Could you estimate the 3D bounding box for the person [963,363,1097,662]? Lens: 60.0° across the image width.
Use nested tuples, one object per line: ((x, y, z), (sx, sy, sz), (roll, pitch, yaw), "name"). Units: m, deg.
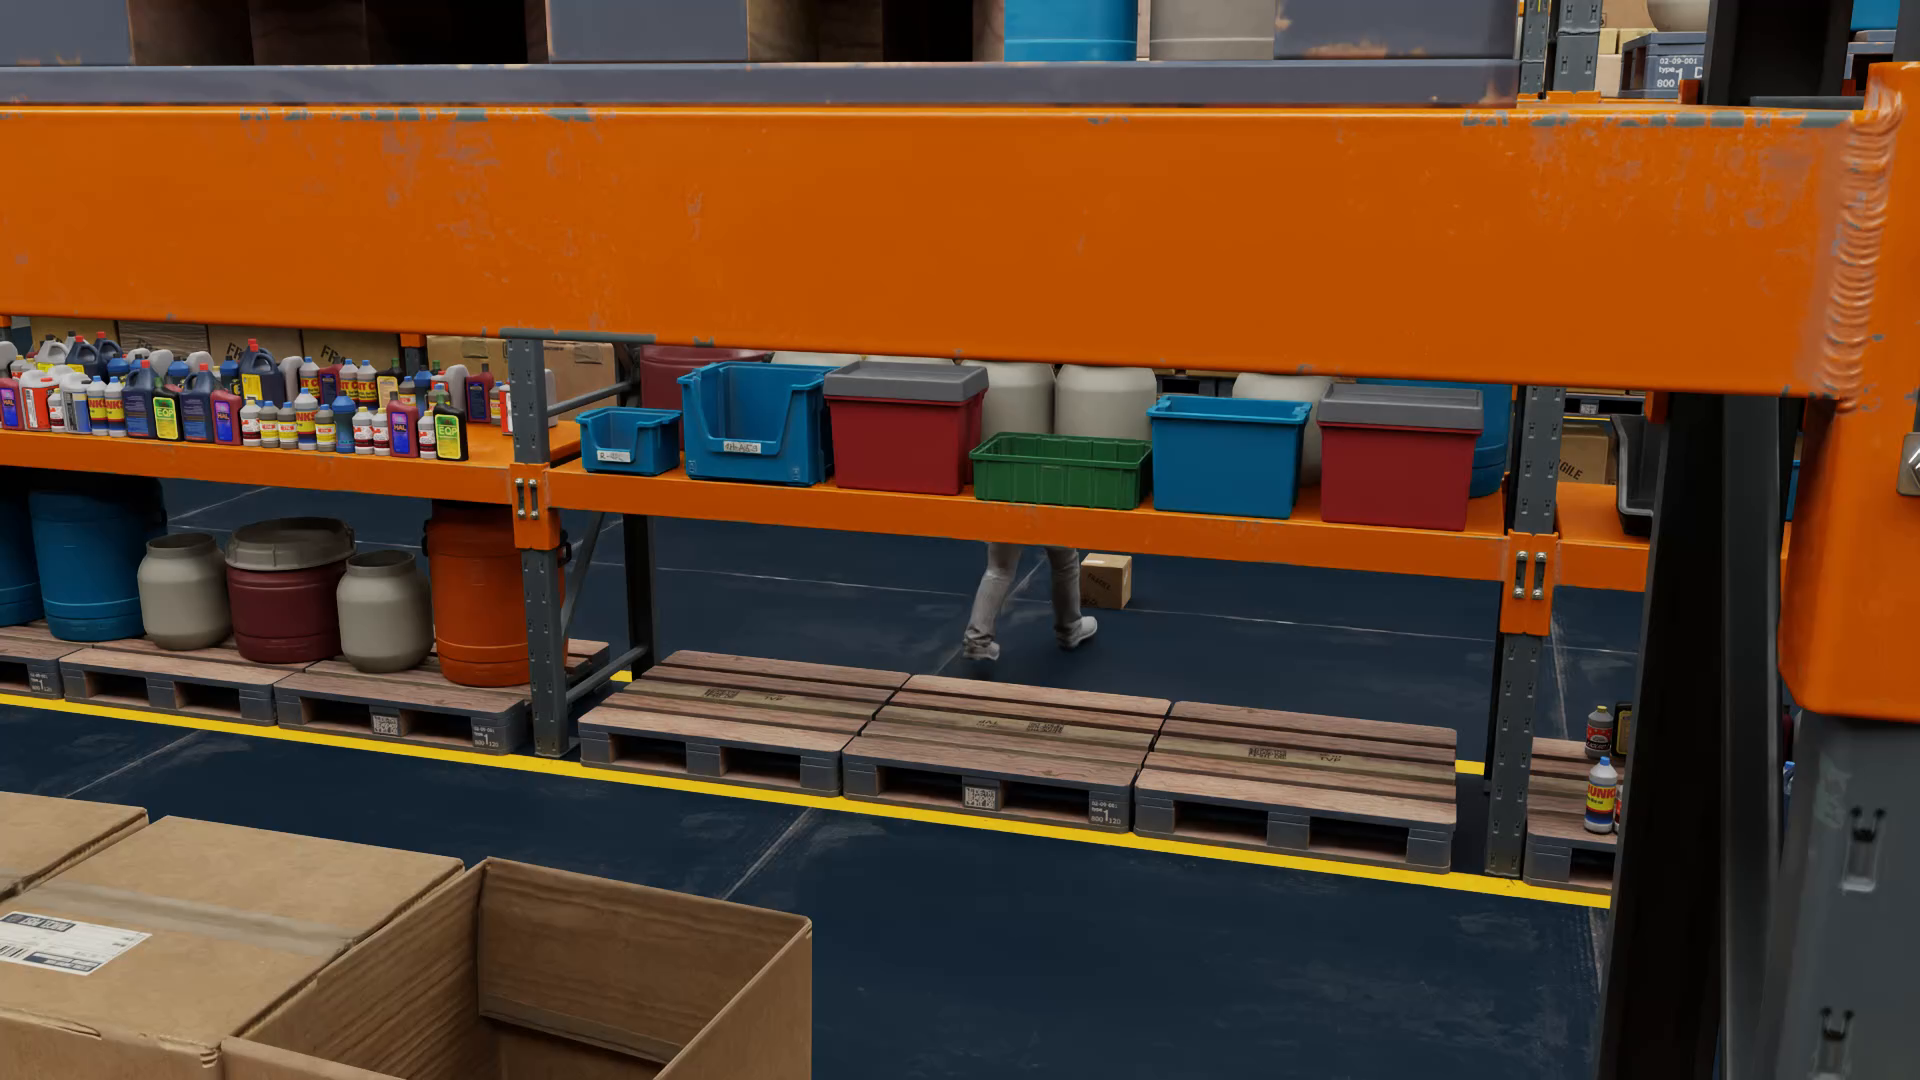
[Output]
((0.349, -0.232, 8.400), (0.557, 1.743, 0.999), (8, 17, 29), "person")
